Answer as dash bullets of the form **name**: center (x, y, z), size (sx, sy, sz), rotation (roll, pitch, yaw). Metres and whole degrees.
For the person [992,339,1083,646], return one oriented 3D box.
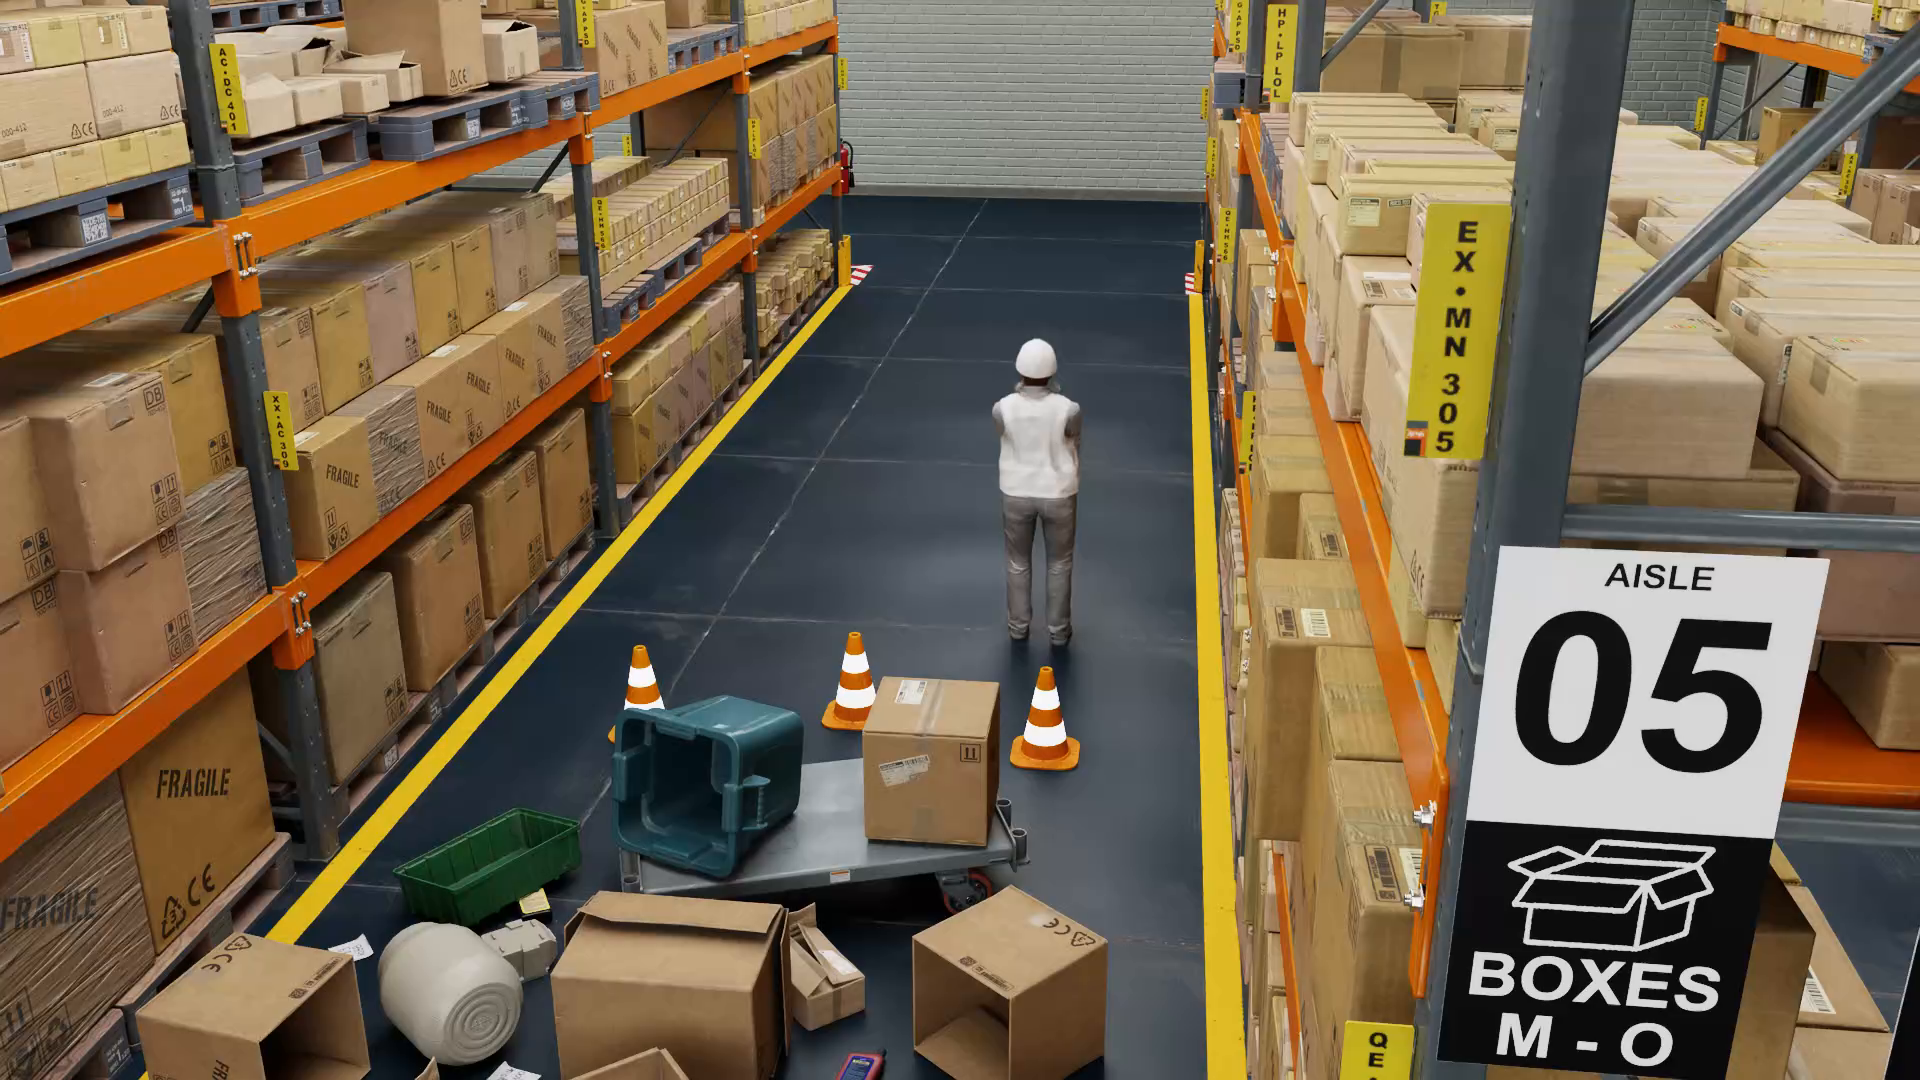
- **person**: center (0.434, -0.295, 9.323), size (0.494, 1.767, 0.545), rotation (3, 21, 7)
